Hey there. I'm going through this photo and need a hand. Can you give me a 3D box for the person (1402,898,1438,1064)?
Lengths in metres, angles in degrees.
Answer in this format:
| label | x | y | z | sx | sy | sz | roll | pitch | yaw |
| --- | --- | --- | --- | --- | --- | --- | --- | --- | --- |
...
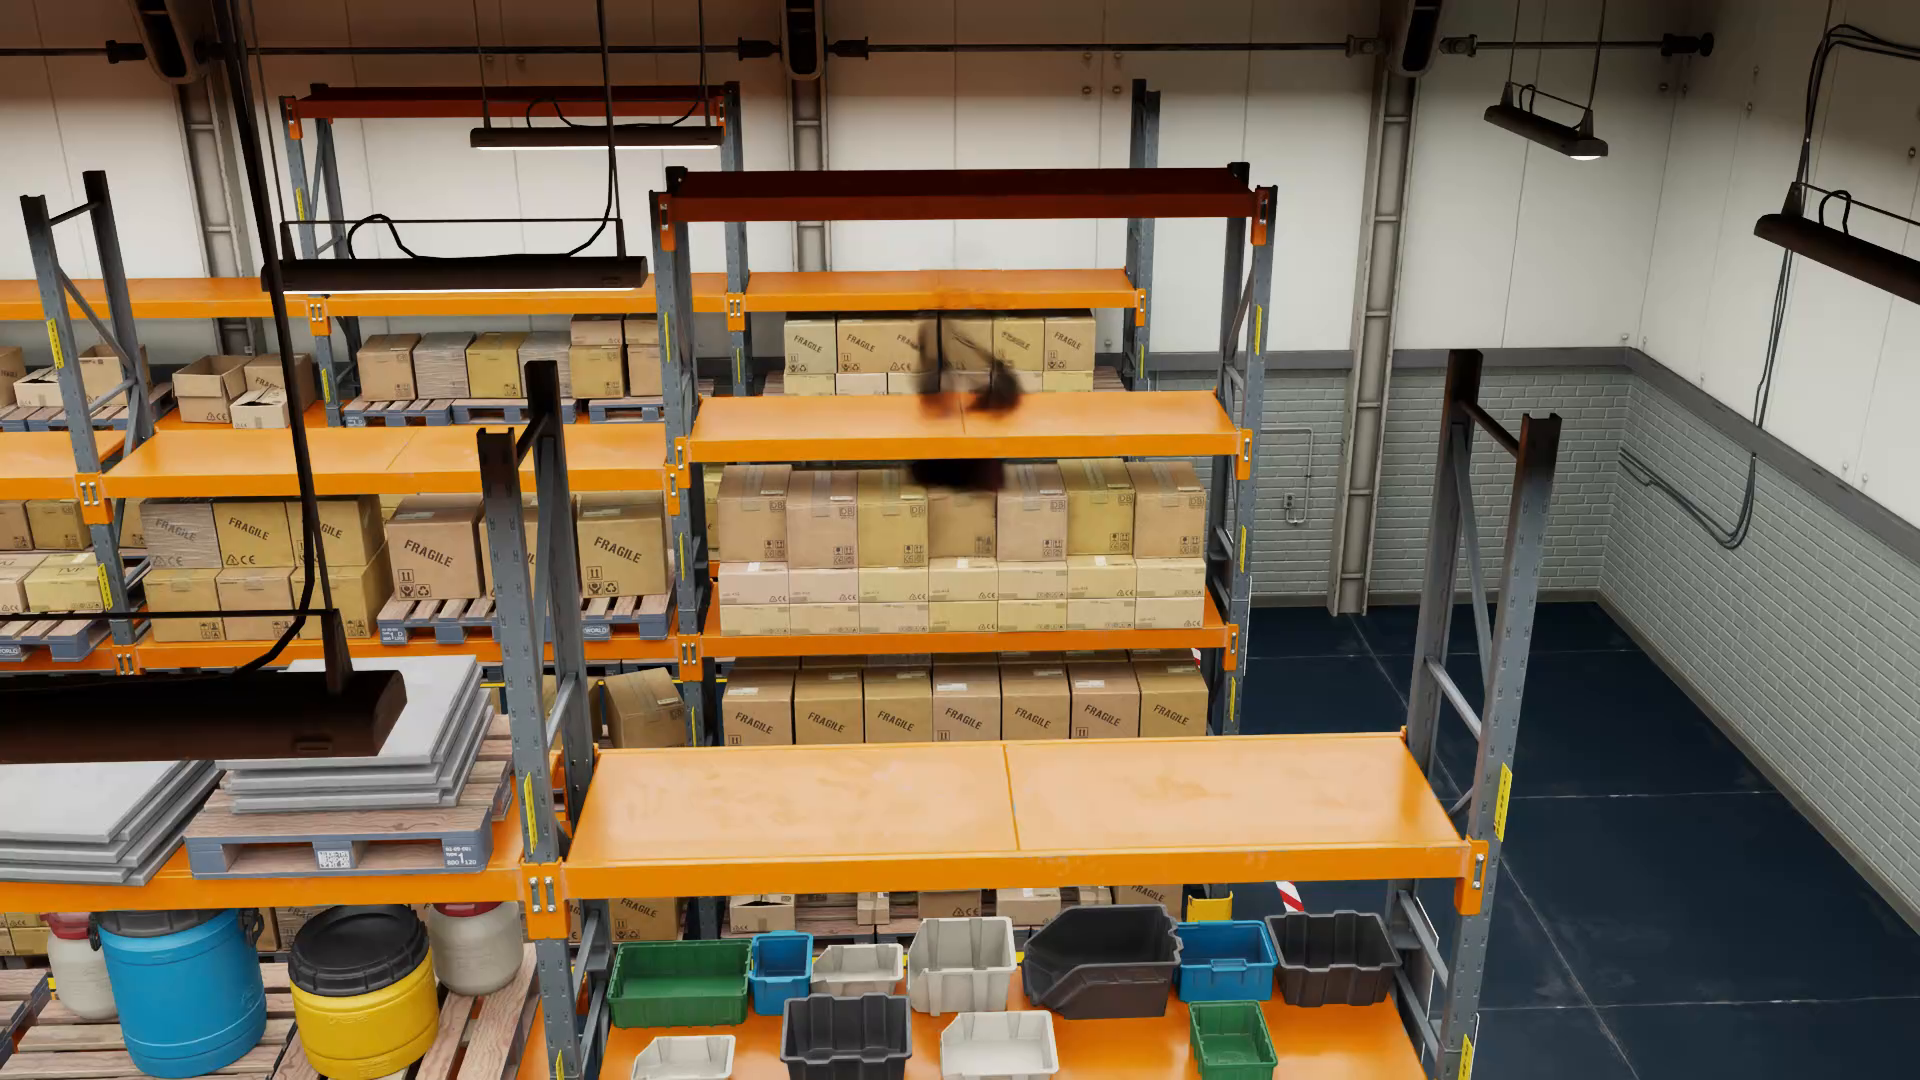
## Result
| label | x | y | z | sx | sy | sz | roll | pitch | yaw |
| --- | --- | --- | --- | --- | --- | --- | --- | --- | --- |
| person | 2.517 | 5.573 | 3.229 | 6.985 | 3.197 | 10.213 | -16 | 27 | -33 |
